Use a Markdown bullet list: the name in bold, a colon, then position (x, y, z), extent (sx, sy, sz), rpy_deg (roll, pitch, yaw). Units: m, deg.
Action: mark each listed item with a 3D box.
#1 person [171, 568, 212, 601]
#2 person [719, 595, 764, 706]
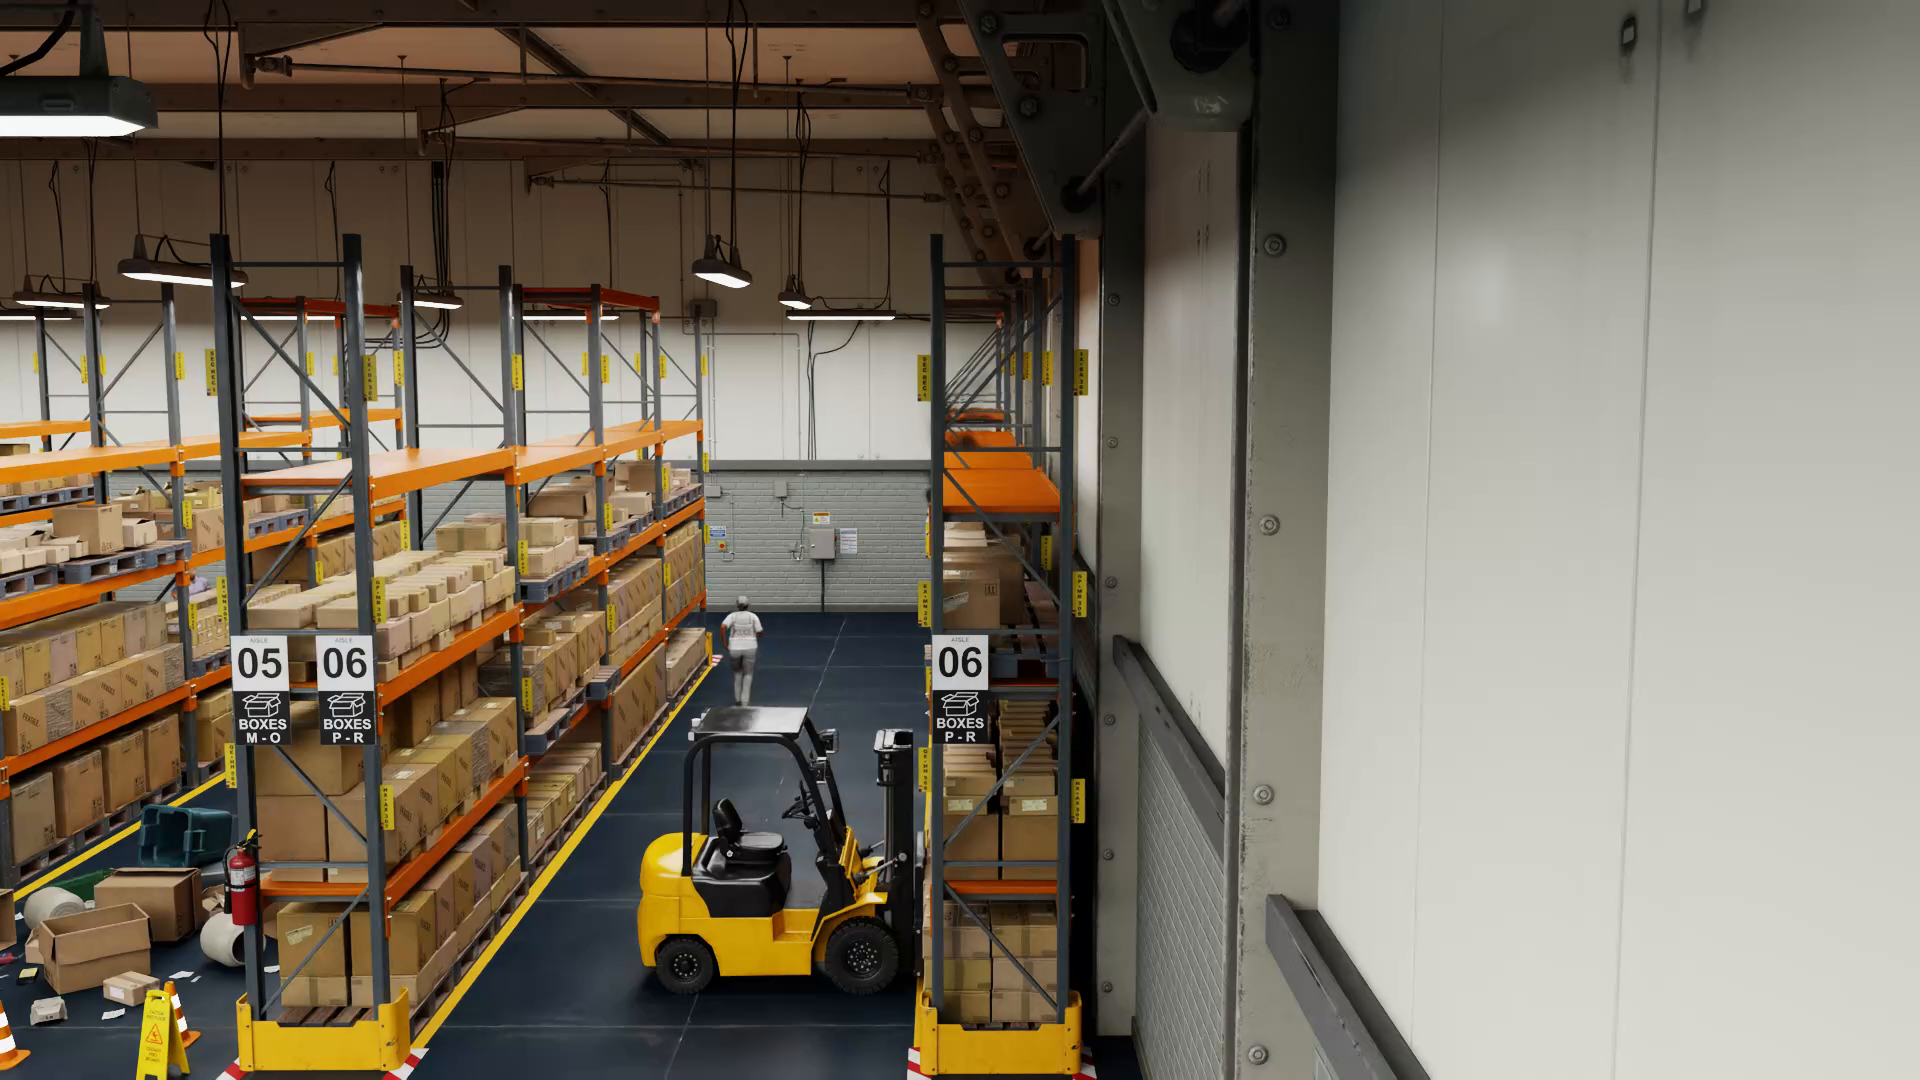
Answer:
- **person**: position (-13.041, 1.240, 28.380), extent (0.749, 1.663, 0.639), rpy_deg (6, 8, 41)
- **person**: position (-3.171, 1.681, 24.244), extent (0.612, 1.745, 0.768), rpy_deg (0, 6, 1)
